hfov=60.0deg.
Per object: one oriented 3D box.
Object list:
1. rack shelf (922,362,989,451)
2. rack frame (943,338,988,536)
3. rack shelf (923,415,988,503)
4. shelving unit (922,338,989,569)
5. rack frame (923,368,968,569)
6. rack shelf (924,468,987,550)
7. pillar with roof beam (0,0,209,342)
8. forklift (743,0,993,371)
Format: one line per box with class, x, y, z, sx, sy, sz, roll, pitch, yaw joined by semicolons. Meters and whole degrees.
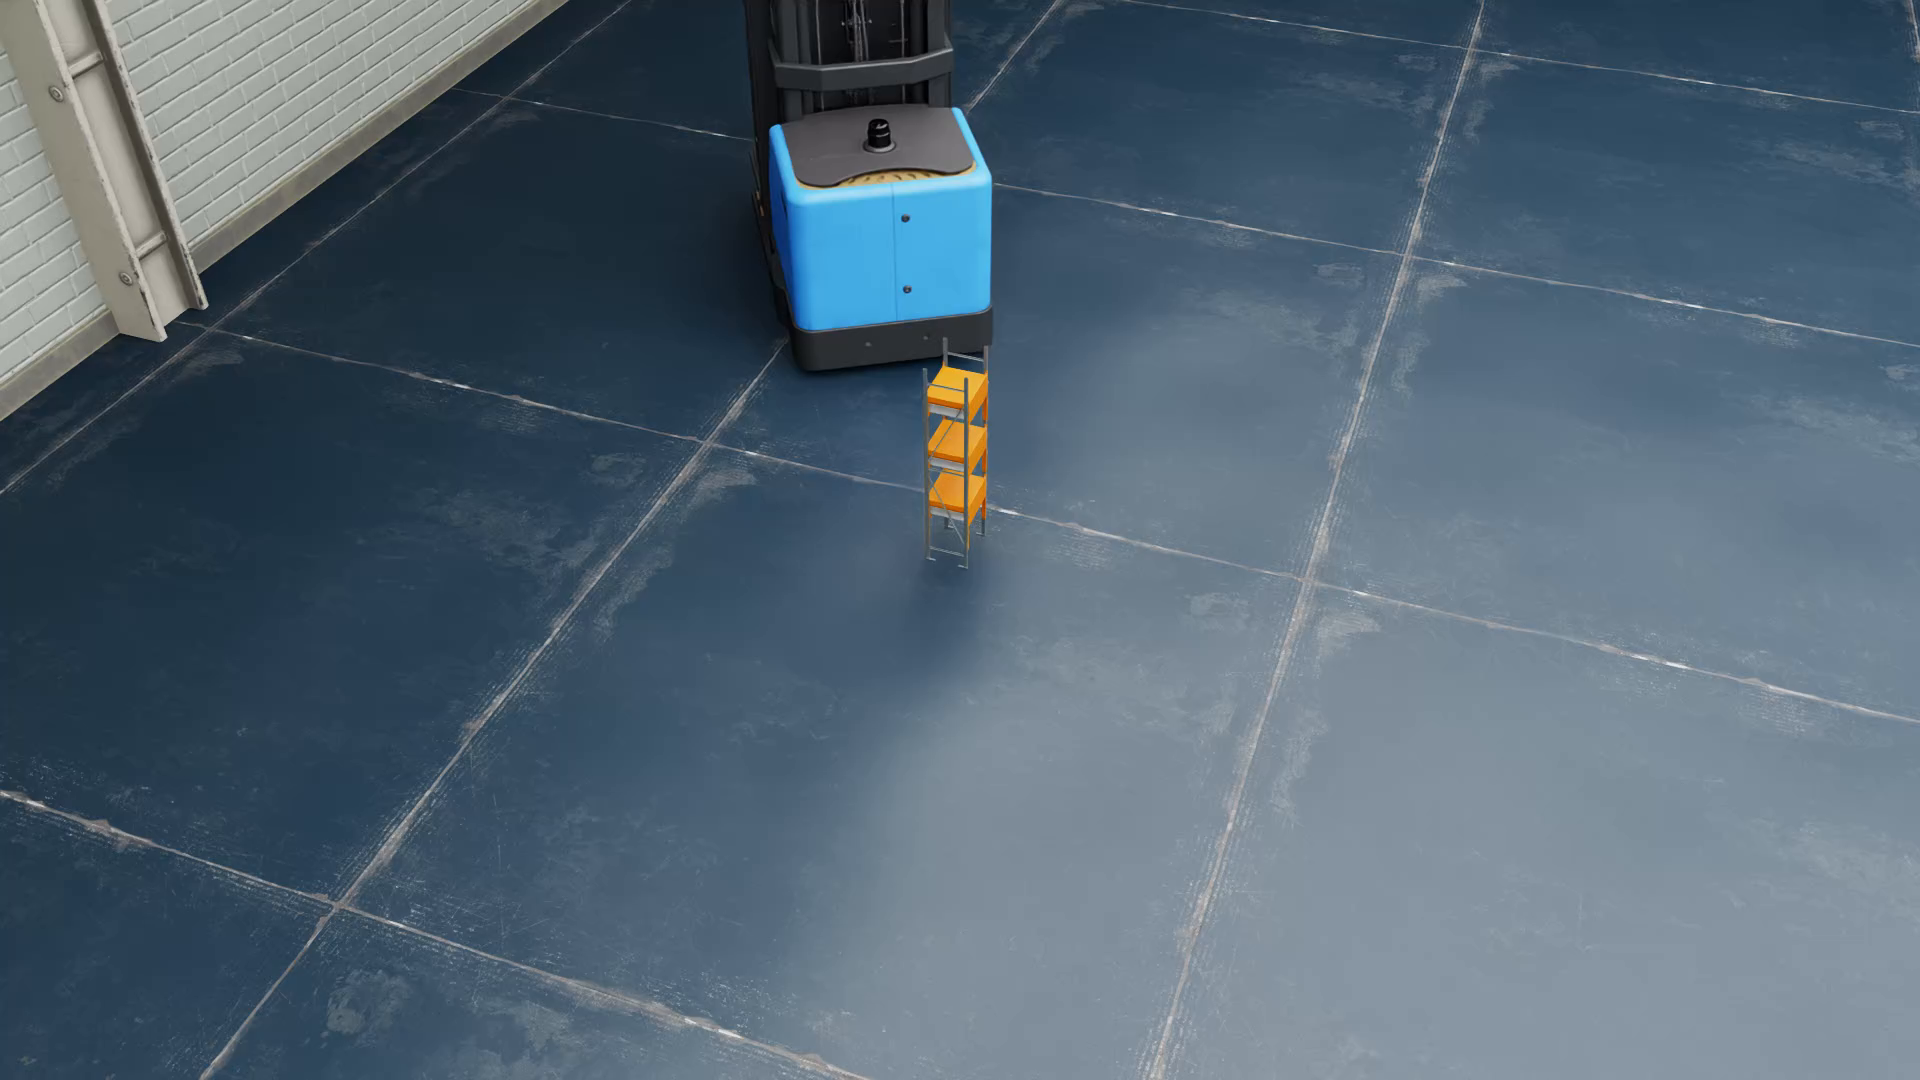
rack shelf;-0.018;-0.575;7.147;0.215;0.259;0.240;13;42;15
rack frame;0.023;-0.441;7.412;0.200;1.050;0.008;13;42;15
rack shelf;-0.018;-0.359;7.331;0.215;0.259;0.240;13;42;15
shelving unit;-0.018;-0.367;7.325;0.215;1.050;0.252;13;42;15
rack frame;-0.060;-0.292;7.237;0.200;1.050;0.008;13;42;15
rack shelf;-0.018;-0.147;7.512;0.215;0.259;0.240;13;42;15
pillar with roof beam;-0.333;-3.687;5.092;9.100;9.000;0.400;13;42;15
forklift;-0.631;-2.956;8.910;1.130;2.935;3.031;-8;41;-9
